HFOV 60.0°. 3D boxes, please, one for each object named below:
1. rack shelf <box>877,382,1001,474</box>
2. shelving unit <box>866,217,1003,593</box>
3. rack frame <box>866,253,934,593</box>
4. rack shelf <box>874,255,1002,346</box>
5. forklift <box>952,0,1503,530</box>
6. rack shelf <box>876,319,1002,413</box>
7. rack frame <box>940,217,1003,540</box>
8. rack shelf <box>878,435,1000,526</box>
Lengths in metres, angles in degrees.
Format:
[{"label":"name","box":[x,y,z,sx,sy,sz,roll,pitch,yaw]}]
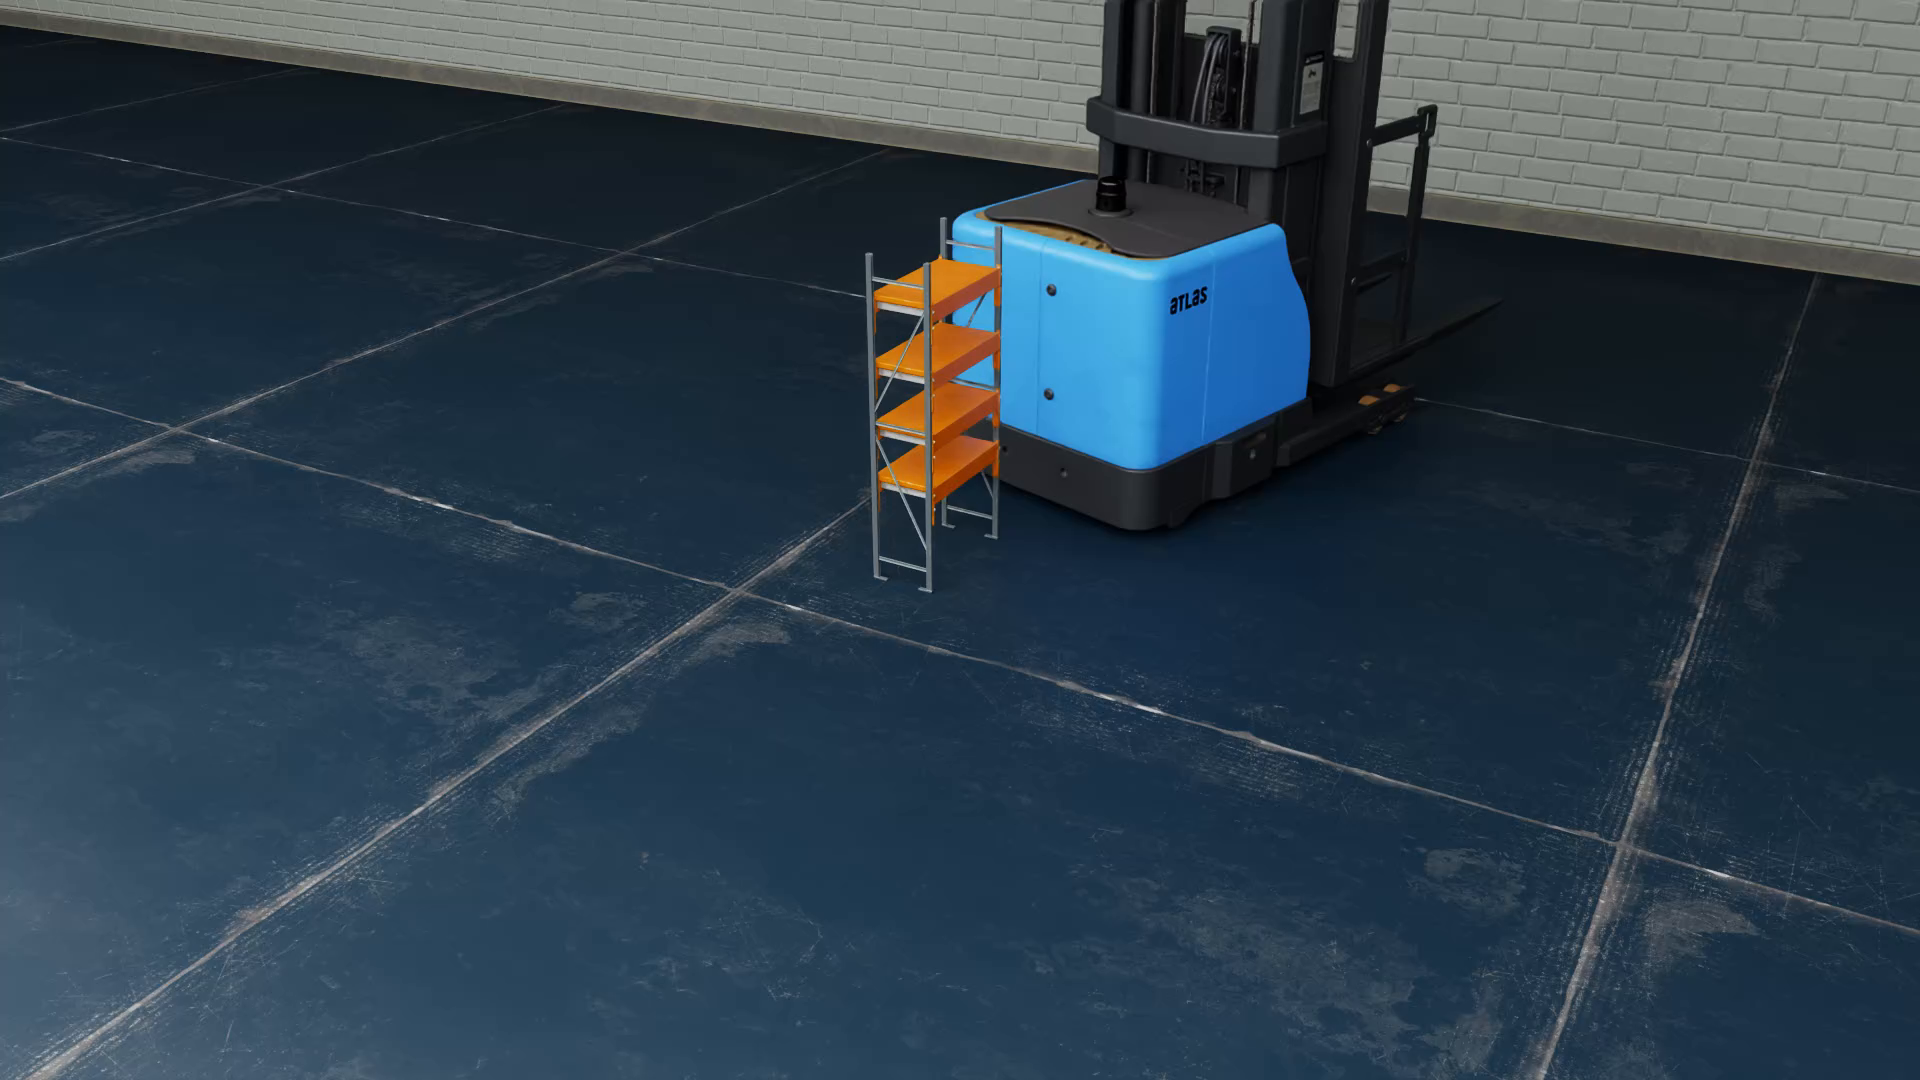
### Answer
[{"label":"rack shelf","box":[-0.081,-0.412,5.883,0.258,0.148,0.480,14,30,26]},{"label":"shelving unit","box":[-0.081,-0.472,5.853,0.258,1.200,0.503,14,30,26]},{"label":"rack frame","box":[-0.201,-0.377,5.663,0.240,1.200,0.015,14,30,26]},{"label":"rack shelf","box":[-0.081,-0.823,5.677,0.258,0.148,0.480,14,30,26]},{"label":"forklift","box":[1.347,-1.909,6.789,1.130,2.935,3.031,24,35,39]},{"label":"rack shelf","box":[-0.081,-0.612,5.783,0.258,0.148,0.480,14,30,26]},{"label":"rack frame","box":[0.039,-0.567,6.043,0.240,1.200,0.015,14,30,26]},{"label":"rack shelf","box":[-0.081,-0.234,5.972,0.258,0.148,0.480,14,30,26]}]
